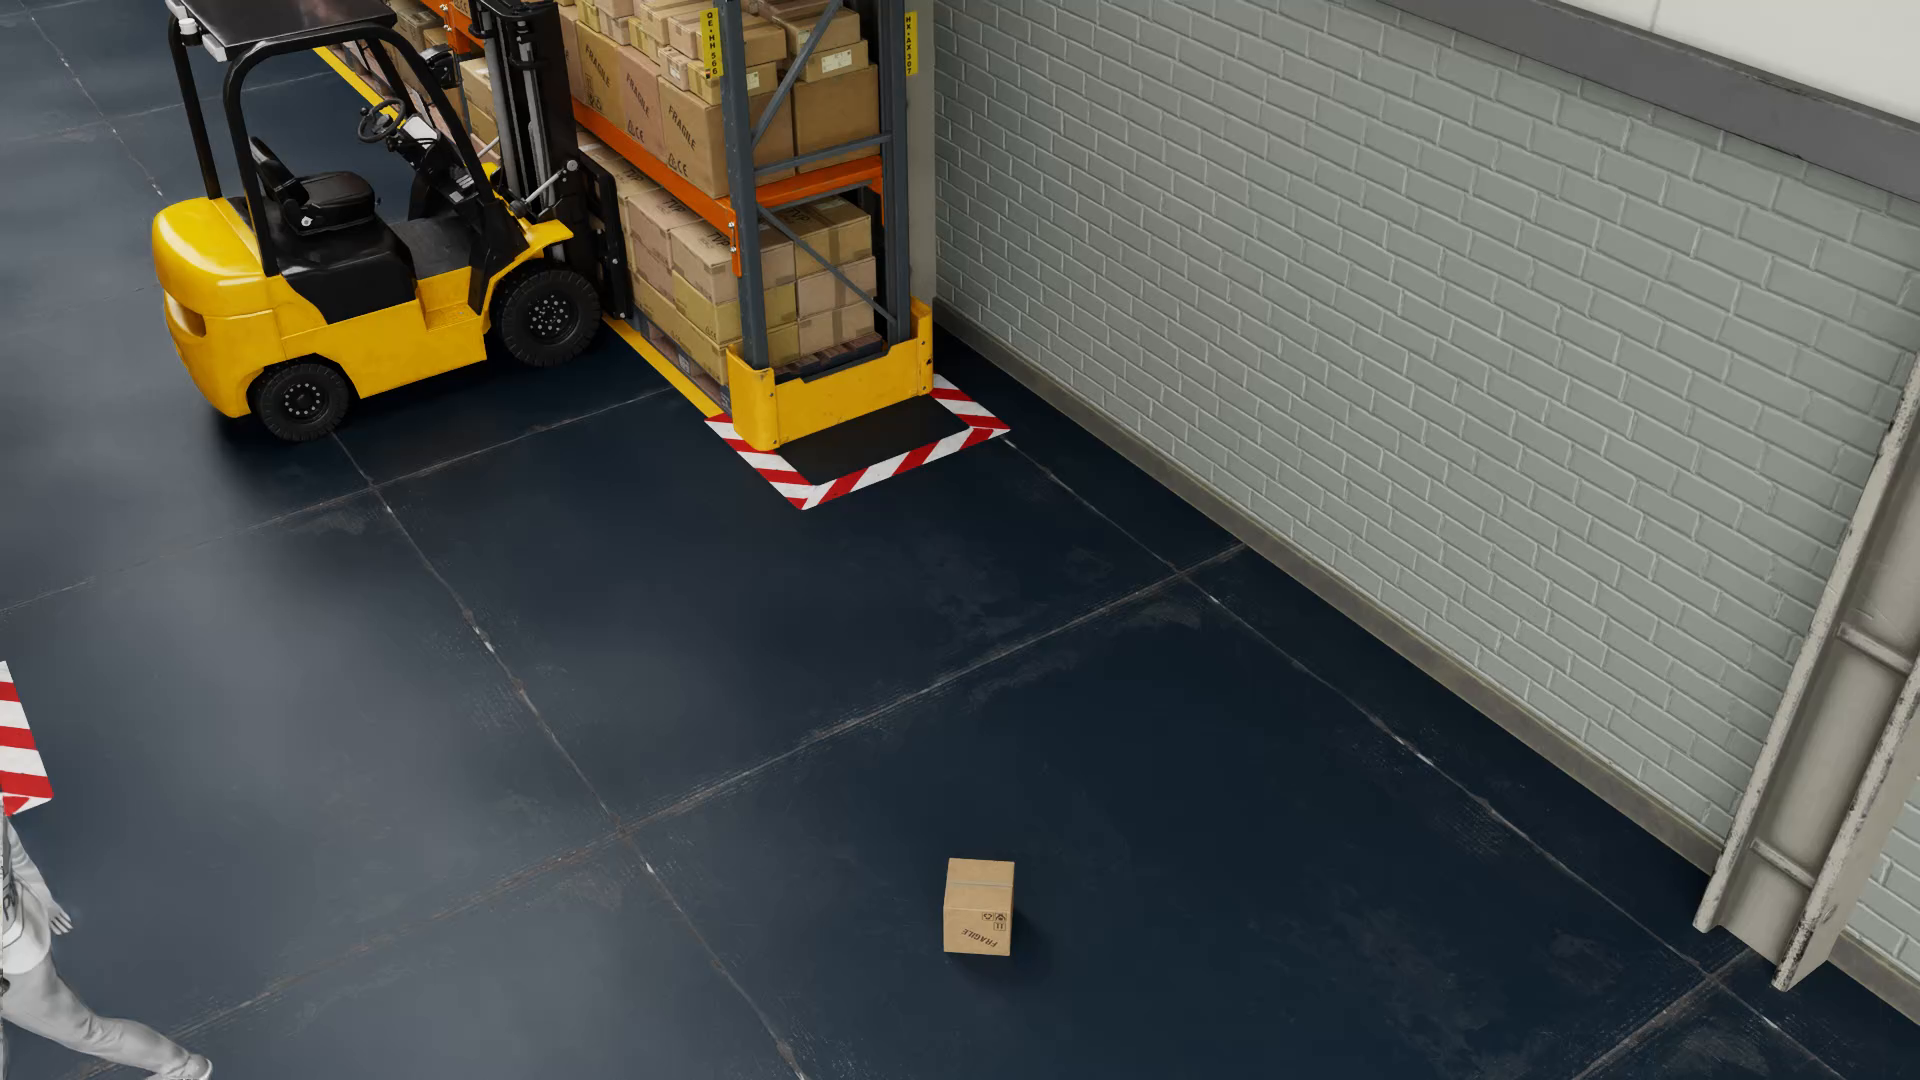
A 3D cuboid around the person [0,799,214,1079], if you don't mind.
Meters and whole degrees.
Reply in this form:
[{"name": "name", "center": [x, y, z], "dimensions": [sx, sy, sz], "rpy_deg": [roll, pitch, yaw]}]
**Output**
[{"name": "person", "center": [-3.062, 1.315, 5.198], "dimensions": [0.960, 1.635, 0.512], "rpy_deg": [-16, 40, -21]}]
